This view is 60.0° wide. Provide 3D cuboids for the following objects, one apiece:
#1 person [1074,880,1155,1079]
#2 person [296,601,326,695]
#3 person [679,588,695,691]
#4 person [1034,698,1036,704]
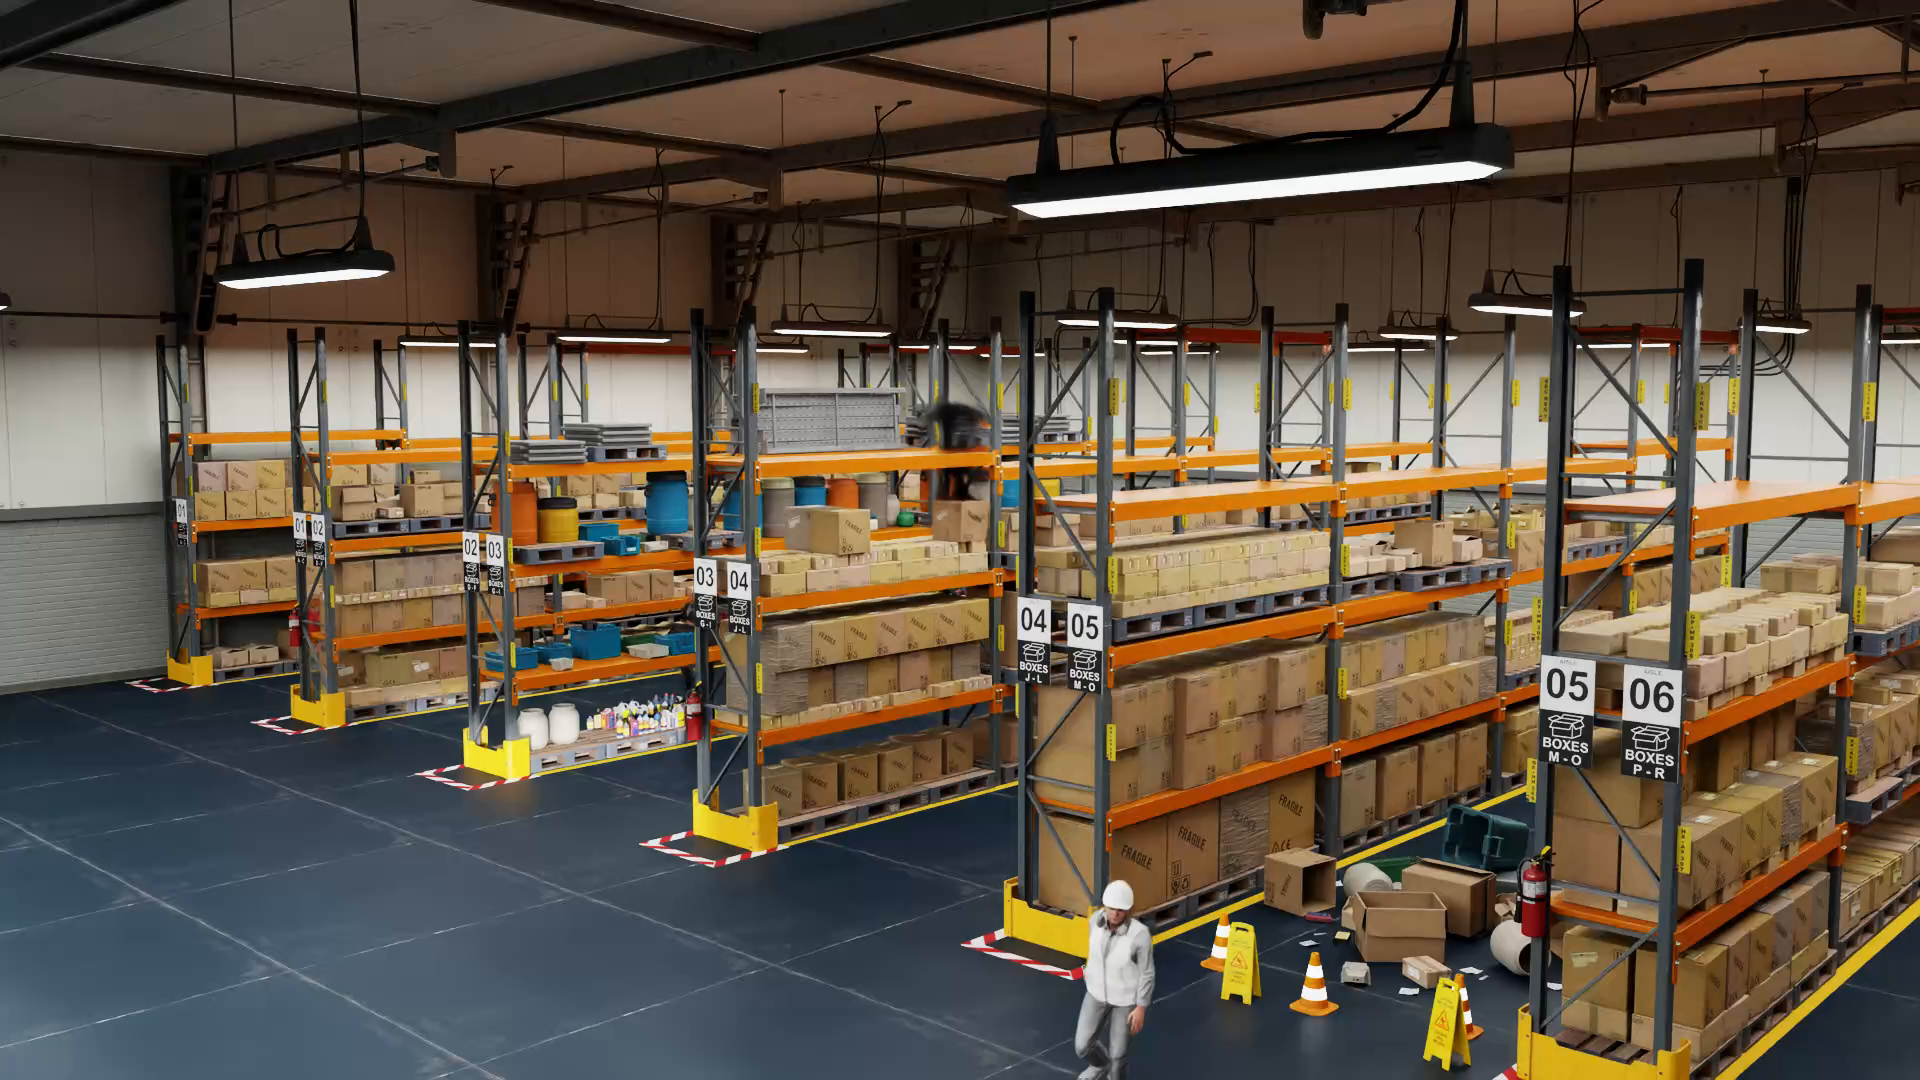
[{"bbox_3d":[1.092,3.204,11.761,0.665,1.718,0.620,3,6,27],"label":"person"},{"bbox_3d":[-10.536,1.773,27.233,0.637,1.725,0.759,2,6,23],"label":"person"},{"bbox_3d":[-4.507,1.681,28.041,0.640,1.748,0.718,3,6,26],"label":"person"},{"bbox_3d":[0.961,1.941,24.928,0.658,1.784,0.796,5,8,45],"label":"person"}]
